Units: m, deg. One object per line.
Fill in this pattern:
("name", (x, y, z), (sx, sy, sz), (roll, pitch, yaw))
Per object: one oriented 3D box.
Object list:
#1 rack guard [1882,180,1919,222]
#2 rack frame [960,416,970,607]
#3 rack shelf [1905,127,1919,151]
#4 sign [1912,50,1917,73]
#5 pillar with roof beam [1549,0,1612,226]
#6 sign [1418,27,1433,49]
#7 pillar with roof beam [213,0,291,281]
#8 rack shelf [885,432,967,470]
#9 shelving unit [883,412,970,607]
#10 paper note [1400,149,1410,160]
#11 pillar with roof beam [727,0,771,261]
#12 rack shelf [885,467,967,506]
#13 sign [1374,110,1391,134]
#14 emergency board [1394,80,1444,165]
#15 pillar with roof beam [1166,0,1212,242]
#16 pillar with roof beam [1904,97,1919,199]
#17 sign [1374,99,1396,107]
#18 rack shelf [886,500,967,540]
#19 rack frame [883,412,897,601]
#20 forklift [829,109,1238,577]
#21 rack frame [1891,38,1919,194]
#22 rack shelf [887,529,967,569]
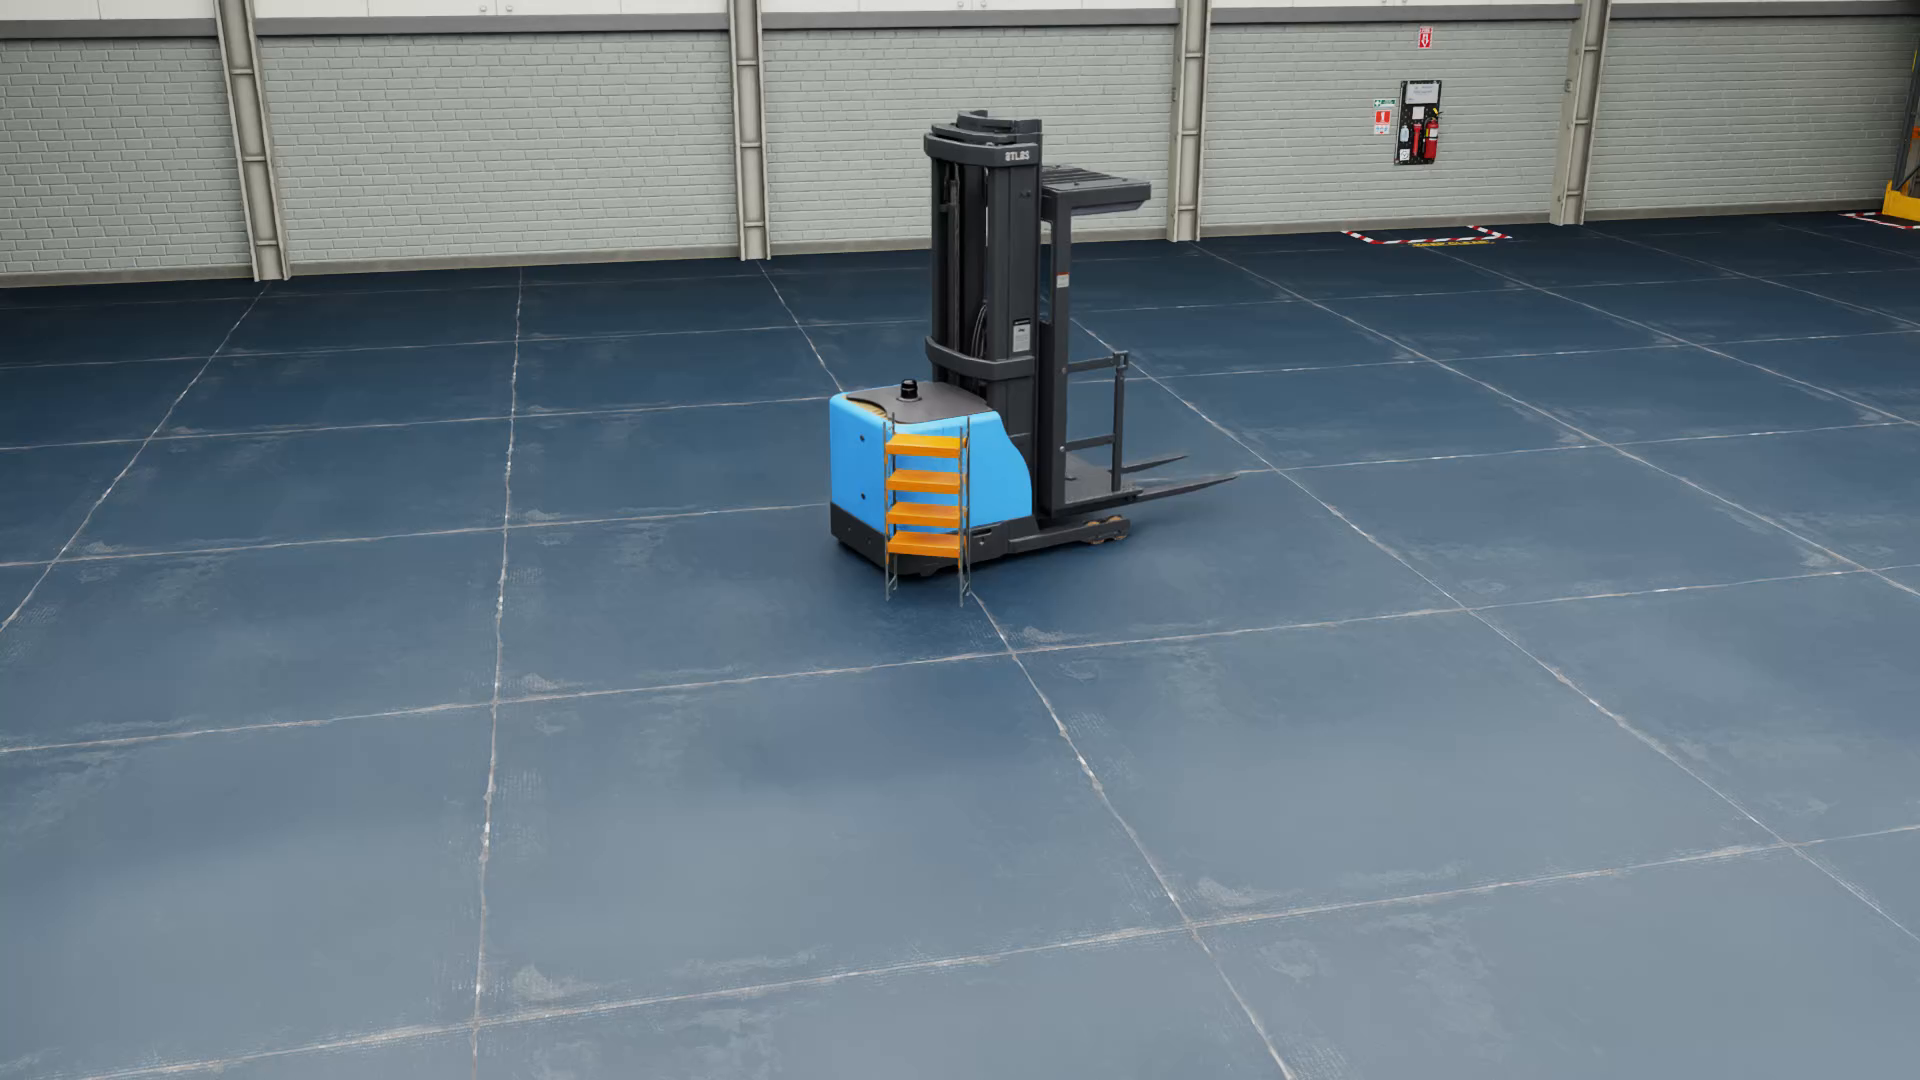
("rack guard", (14.391, -5.056, 24.889), (0.348, 0.500, 1.175), (-5, 21, -12))
("rack frame", (0.031, -0.175, 10.549), (0.015, 1.200, 0.240), (4, 21, 12))
("rack shelf", (16.263, -6.044, 24.999), (4.000, 0.370, 1.077), (-5, 21, -12))
("sign", (14.208, -7.103, 24.701), (0.005, 0.325, 0.100), (-5, 21, -12))
("pillar with roof beam", (9.950, -7.469, 19.122), (0.400, 9.000, 9.100), (-5, 21, -12))
("sign", (6.515, -7.032, 23.279), (0.199, 0.298, 0.001), (-5, 21, -12))
("pillar with roof beam", (-7.567, -6.045, 15.233), (0.400, 9.000, 9.100), (-5, 21, -12))
("rack shelf", (-0.208, -0.562, 10.462), (0.480, 0.148, 0.258), (4, 21, 12))
("shelving unit", (-0.208, -0.193, 10.598), (0.503, 1.200, 0.258), (4, 21, 12))
("paper note", (6.358, -5.506, 23.765), (0.142, 0.148, 0.016), (-5, 21, -12))
("pillar with roof beam", (-1.728, -6.520, 16.529), (0.400, 9.000, 9.100), (-5, 21, -12))
("rack shelf", (-0.208, -0.340, 10.544), (0.480, 0.148, 0.258), (4, 21, 12))
("sign", (5.984, -5.918, 23.557), (0.234, 0.329, 0.001), (-5, 21, -12))
("emergency board", (6.546, -5.911, 23.589), (0.643, 1.169, 0.194), (-5, 21, -12))
("pillar with roof beam", (4.111, -6.994, 17.826), (0.400, 9.000, 9.100), (-5, 21, -12))
("pillar with roof beam", (15.789, -7.944, 20.419), (0.400, 9.000, 9.100), (-5, 21, -12))
("sign", (5.991, -6.164, 23.459), (0.331, 0.109, 0.001), (-5, 21, -12))
("rack shelf", (-0.208, -0.130, 10.621), (0.480, 0.148, 0.258), (4, 21, 12))
("rack frame", (-0.446, -0.211, 10.647), (0.015, 1.200, 0.240), (4, 21, 12))
("forklift", (0.621, -1.484, 11.606), (3.031, 2.935, 1.130), (-11, 23, -28))
("rack frame", (14.317, -6.223, 24.443), (0.127, 3.000, 1.000), (-5, 21, -12))
("rack shelf", (-0.208, 0.056, 10.689), (0.480, 0.148, 0.258), (4, 21, 12))
